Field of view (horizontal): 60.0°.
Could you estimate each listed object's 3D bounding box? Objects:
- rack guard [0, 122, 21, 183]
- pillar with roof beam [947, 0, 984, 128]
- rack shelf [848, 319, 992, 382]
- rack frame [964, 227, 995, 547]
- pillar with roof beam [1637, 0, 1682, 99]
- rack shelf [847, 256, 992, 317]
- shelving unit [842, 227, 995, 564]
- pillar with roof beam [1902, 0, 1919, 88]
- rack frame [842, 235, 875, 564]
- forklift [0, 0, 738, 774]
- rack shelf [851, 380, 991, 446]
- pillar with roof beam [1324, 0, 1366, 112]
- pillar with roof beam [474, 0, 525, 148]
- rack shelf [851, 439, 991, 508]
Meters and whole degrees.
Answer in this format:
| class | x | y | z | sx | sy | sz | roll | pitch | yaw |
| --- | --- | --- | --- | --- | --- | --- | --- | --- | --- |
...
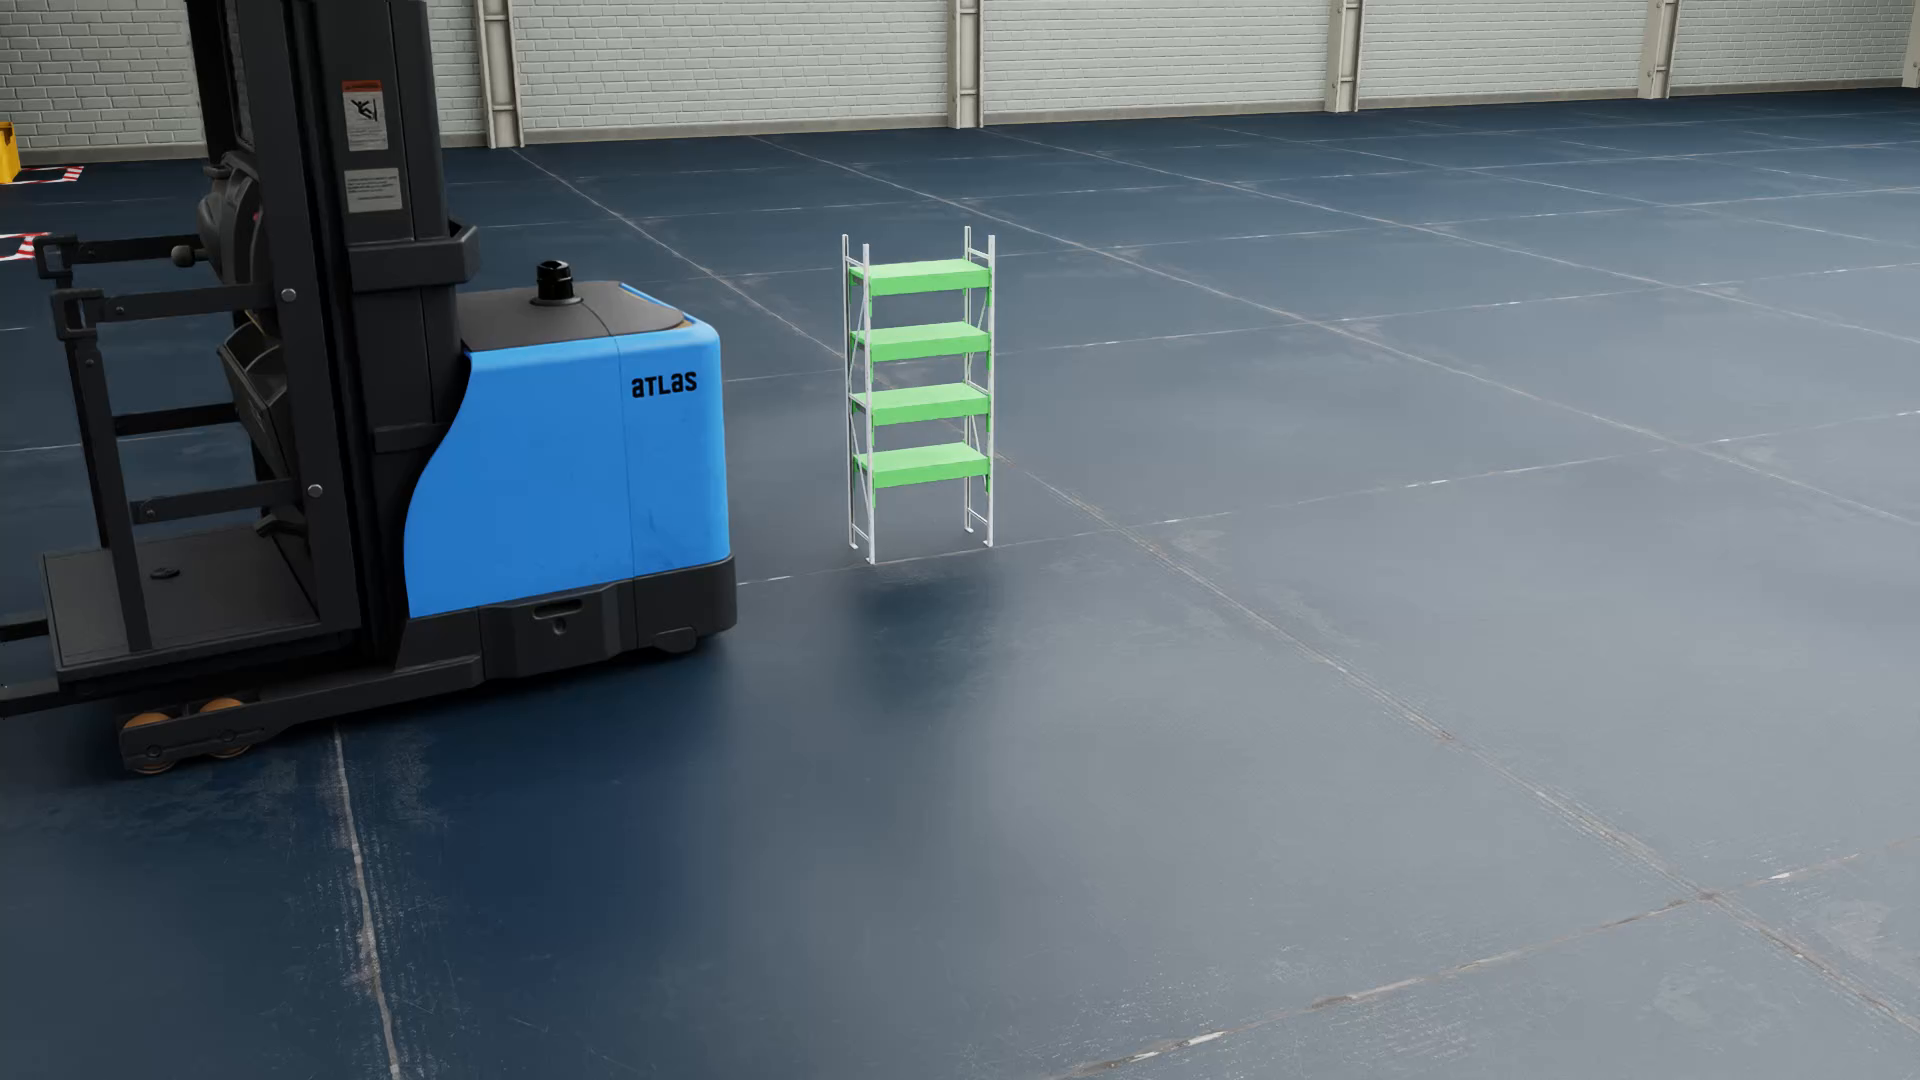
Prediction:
| class | x | y | z | sx | sy | sz | roll | pitch | yaw |
| --- | --- | --- | --- | --- | --- | --- | --- | --- | --- |
| rack guard | -9.929 | -3.981 | 17.076 | 0.348 | 0.500 | 1.175 | -8 | 21 | -22 |
| pillar with roof beam | 1.777 | -8.436 | 16.931 | 0.400 | 9.000 | 9.100 | -8 | 21 | -22 |
| rack shelf | -0.152 | -0.710 | 6.202 | 0.480 | 0.148 | 0.258 | -8 | 21 | -22 |
| rack frame | 0.072 | -0.576 | 6.352 | 0.015 | 1.200 | 0.240 | -8 | 21 | -22 |
| pillar with roof beam | 12.795 | -10.014 | 21.414 | 0.400 | 9.000 | 9.100 | -8 | 21 | -22 |
| rack shelf | -0.152 | -0.937 | 6.123 | 0.480 | 0.148 | 0.258 | -8 | 21 | -22 |
| shelving unit | -0.152 | -0.544 | 6.261 | 0.503 | 1.200 | 0.258 | -8 | 21 | -22 |
| pillar with roof beam | 18.304 | -10.804 | 23.656 | 0.400 | 9.000 | 9.100 | -8 | 21 | -22 |
| rack frame | -0.376 | -0.512 | 6.170 | 0.015 | 1.200 | 0.240 | -8 | 21 | -22 |
| forklift | -2.275 | -0.927 | 4.743 | 3.031 | 2.935 | 1.130 | -11 | 22 | -28 |
| rack shelf | -0.152 | -0.484 | 6.282 | 0.480 | 0.148 | 0.258 | -8 | 21 | -22 |
| pillar with roof beam | 7.286 | -9.225 | 19.173 | 0.400 | 9.000 | 9.100 | -8 | 21 | -22 |
| pillar with roof beam | -3.733 | -7.646 | 14.689 | 0.400 | 9.000 | 9.100 | -8 | 21 | -22 |
| rack shelf | -0.152 | -0.258 | 6.362 | 0.480 | 0.148 | 0.258 | -8 | 21 | -22 |
